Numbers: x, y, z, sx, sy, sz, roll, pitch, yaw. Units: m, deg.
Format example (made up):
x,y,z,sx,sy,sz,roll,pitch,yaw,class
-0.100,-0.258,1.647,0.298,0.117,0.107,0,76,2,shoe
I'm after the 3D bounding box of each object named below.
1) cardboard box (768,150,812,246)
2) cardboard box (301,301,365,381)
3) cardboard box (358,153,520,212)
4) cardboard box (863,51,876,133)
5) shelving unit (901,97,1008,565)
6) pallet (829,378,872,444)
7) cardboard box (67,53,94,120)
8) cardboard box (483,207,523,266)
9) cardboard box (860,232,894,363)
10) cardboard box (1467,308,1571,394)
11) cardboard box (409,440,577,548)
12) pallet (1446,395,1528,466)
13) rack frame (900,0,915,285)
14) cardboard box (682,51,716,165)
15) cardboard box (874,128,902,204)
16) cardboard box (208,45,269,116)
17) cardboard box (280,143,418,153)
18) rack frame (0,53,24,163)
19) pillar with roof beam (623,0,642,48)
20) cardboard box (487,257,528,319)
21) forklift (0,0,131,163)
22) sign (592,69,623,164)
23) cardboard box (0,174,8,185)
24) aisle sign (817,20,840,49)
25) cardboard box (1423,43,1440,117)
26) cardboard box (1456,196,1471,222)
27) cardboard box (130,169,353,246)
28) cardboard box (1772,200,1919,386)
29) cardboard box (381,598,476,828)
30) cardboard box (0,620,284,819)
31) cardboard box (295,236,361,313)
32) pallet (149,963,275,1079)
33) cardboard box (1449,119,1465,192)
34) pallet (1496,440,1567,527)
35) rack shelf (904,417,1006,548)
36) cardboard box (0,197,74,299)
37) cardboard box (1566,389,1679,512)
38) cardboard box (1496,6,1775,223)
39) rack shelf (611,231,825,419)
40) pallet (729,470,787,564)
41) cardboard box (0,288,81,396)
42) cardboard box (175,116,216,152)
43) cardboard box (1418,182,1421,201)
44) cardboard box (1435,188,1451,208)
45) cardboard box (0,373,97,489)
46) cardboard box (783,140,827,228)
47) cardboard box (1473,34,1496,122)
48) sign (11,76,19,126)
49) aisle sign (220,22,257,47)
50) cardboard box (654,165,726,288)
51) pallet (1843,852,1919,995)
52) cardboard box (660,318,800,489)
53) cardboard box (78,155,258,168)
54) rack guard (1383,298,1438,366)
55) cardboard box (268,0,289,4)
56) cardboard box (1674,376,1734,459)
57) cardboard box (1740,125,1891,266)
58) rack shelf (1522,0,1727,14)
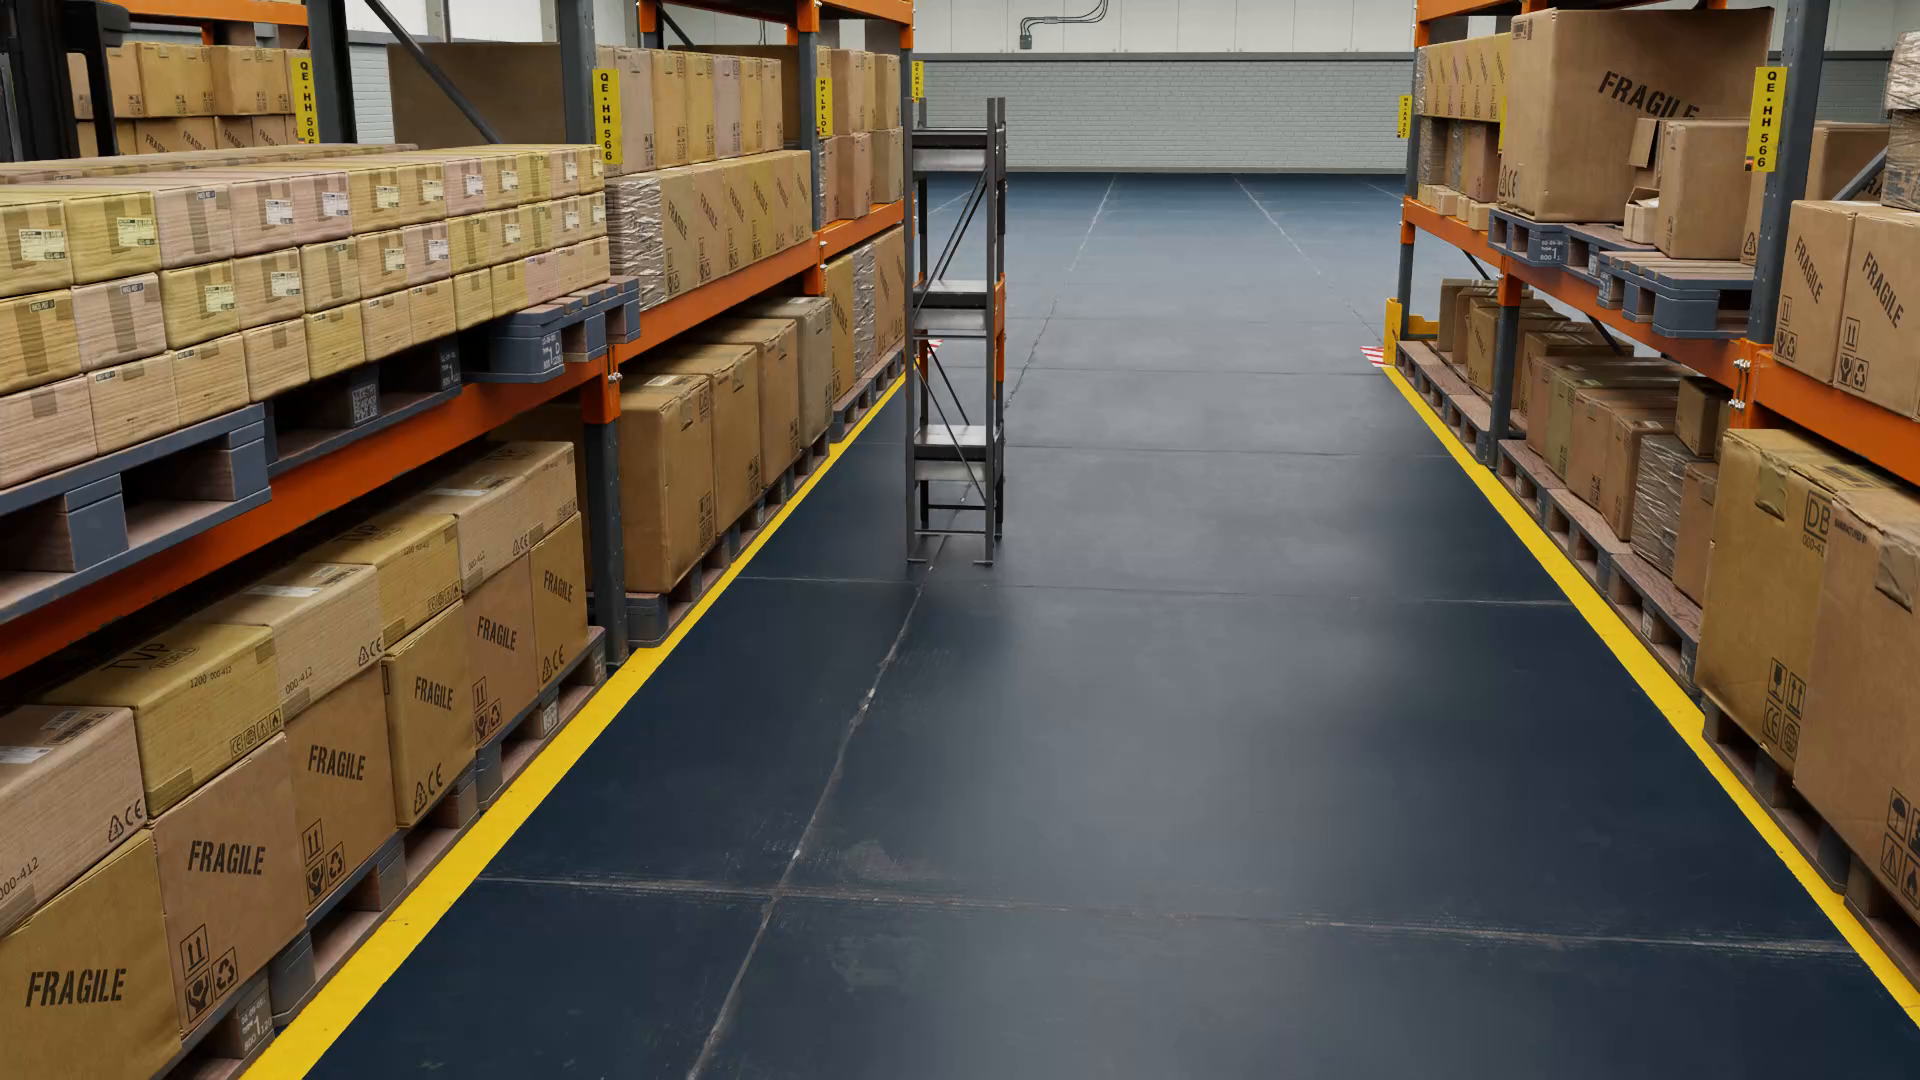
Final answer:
x,y,z,sx,sy,sz,roll,pitch,yaw,class
-1.130,-1.929,9.359,0.500,0.500,0.500,2,15,6,cardboard box
-1.595,-0.458,3.787,0.380,0.149,0.250,1,15,5,cardboard box
-1.474,-1.012,4.697,0.380,0.149,0.250,2,15,8,cardboard box
-1.064,-3.132,11.643,0.875,0.550,0.500,2,15,6,cardboard box
-0.019,-0.971,7.729,0.431,2.100,0.503,2,15,6,shelving unit
-1.173,-0.873,10.986,1.003,0.211,1.213,2,15,6,pallet
-6.001,-2.926,10.560,0.700,0.500,0.500,2,15,6,cardboard box
-1.475,-0.868,4.732,0.380,0.149,0.250,2,15,6,cardboard box
-0.993,-1.833,12.459,0.875,0.875,0.875,1,15,5,cardboard box
3.715,-1.263,11.069,0.500,0.500,0.500,0,15,1,cardboard box
-1.604,-0.160,5.554,0.500,0.250,0.500,1,15,5,cardboard box
3.621,-0.681,10.276,1.003,0.211,1.213,2,15,6,pallet
-0.885,-3.062,13.738,1.000,3.000,0.127,2,15,6,rack frame
-1.558,-2.031,7.819,0.700,0.500,0.500,2,15,6,cardboard box
-0.922,-2.893,12.828,0.875,0.550,0.550,2,15,6,cardboard box
-5.675,-3.450,12.499,0.700,0.500,0.500,2,15,6,cardboard box
-2.033,-1.240,5.539,0.380,0.149,0.250,2,15,6,cardboard box
-6.266,-2.144,10.344,1.000,3.000,0.127,2,15,6,rack frame
-4.059,-13.722,41.671,9.100,9.000,0.400,2,15,6,pillar with roof beam
-1.477,-0.731,4.796,0.380,0.149,0.250,1,15,6,cardboard box
-4.182,-1.280,7.282,1.130,2.935,3.031,-4,16,-16,forklift
-1.247,-1.494,5.874,0.100,0.325,0.005,2,15,6,sign
-2.266,-0.696,3.527,0.380,0.149,0.250,1,15,4,cardboard box
-1.175,-4.344,13.499,0.394,0.787,0.004,2,15,6,aisle sign
3.636,-3.300,11.942,0.500,0.500,0.500,2,15,6,cardboard box
3.497,-2.184,10.972,0.380,0.149,0.250,2,15,6,cardboard box
-1.593,-0.742,3.696,0.380,0.149,0.250,2,15,8,cardboard box
2.804,-0.745,4.978,0.500,0.500,0.500,2,15,8,cardboard box
-1.708,0.468,4.670,0.500,0.500,0.500,1,15,4,cardboard box
-1.835,0.371,3.593,0.500,0.250,0.500,2,15,8,cardboard box
-1.594,-0.603,3.754,0.380,0.149,0.250,1,15,5,cardboard box
-2.153,1.195,3.339,1.003,0.211,1.213,2,15,6,pallet
3.906,-2.678,11.557,0.875,0.500,0.500,2,15,6,cardboard box
3.494,-0.304,8.881,1.003,0.211,1.213,2,15,6,pallet
-0.019,-0.282,7.915,0.431,0.518,0.480,2,15,6,rack shelf
-1.712,-0.479,2.724,0.380,0.149,0.250,2,15,8,cardboard box
3.355,-0.431,7.954,0.700,0.500,0.500,0,15,1,cardboard box
3.352,-2.142,8.384,1.000,1.000,1.000,2,15,7,cardboard box
-1.562,-1.158,8.077,1.077,0.370,4.000,2,15,6,rack shelf
-1.484,-0.158,8.344,1.003,0.211,1.213,2,15,6,pallet
-1.710,-0.330,2.744,0.380,0.149,0.250,1,15,5,cardboard box
-5.799,-2.834,12.134,0.500,0.500,0.500,2,15,7,cardboard box
3.763,-2.701,12.886,0.380,0.149,0.250,2,15,6,cardboard box
3.630,-2.442,11.929,0.380,0.149,0.250,2,15,6,cardboard box
-1.712,-0.191,2.800,0.380,0.149,0.250,2,15,7,cardboard box
-1.307,-2.193,10.237,0.875,0.550,0.550,2,15,6,cardboard box
3.413,-2.781,10.023,0.500,0.500,0.500,2,15,6,cardboard box
-5.714,-2.687,10.136,0.100,0.325,0.005,2,15,6,sign
-6.116,-4.461,13.934,0.394,0.787,0.004,2,15,6,aisle sign
-1.357,-1.406,7.425,0.500,0.500,0.500,2,15,6,cardboard box
2.825,1.049,3.877,1.003,0.211,1.213,2,15,6,pallet
-1.430,-0.727,8.610,1.050,0.750,0.750,2,15,6,cardboard box
-2.151,-0.969,4.536,0.380,0.149,0.250,2,15,9,cardboard box
4.023,-1.663,13.354,1.175,0.500,0.348,2,15,6,rack guard
-5.573,-4.342,13.207,0.380,0.149,0.250,2,15,7,cardboard box
3.225,-0.495,6.754,0.500,0.250,0.500,3,16,13,cardboard box
3.150,-1.207,5.882,0.500,0.500,0.500,0,15,-1,cardboard box
3.355,-2.434,7.048,1.077,0.370,4.000,2,15,6,rack shelf
